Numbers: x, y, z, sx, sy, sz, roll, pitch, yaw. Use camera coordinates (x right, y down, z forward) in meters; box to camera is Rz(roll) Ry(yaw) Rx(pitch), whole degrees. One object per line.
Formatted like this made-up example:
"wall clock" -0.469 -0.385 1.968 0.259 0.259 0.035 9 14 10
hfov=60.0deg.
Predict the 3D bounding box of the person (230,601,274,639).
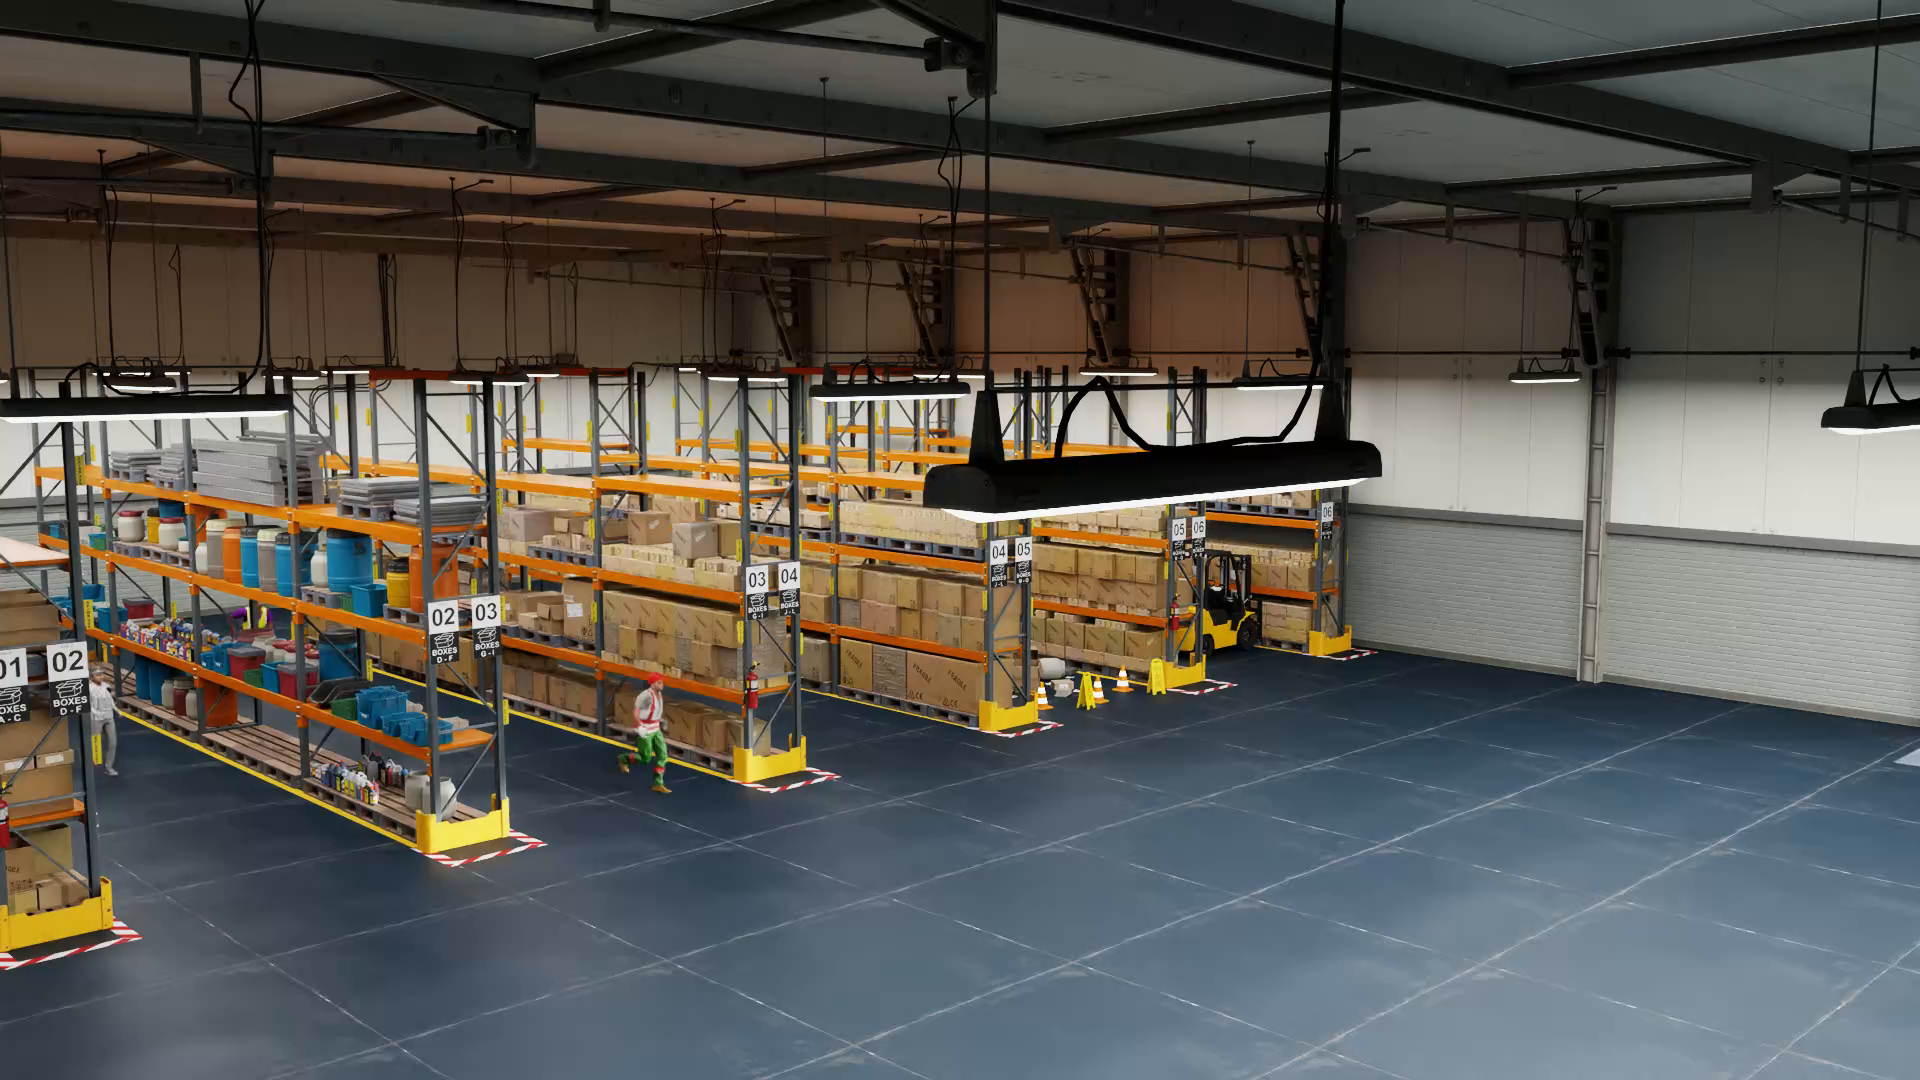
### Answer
"person" -13.412 1.903 31.593 0.839 1.789 0.729 5 8 37

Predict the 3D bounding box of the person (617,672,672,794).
"person" -4.558 2.771 24.074 0.895 1.758 0.662 3 7 24

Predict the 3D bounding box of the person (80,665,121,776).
"person" -12.920 2.691 24.978 0.727 1.656 0.623 4 8 32

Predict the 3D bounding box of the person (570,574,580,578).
"person" -8.015 1.539 34.806 0.654 1.824 0.762 -6 9 -43
